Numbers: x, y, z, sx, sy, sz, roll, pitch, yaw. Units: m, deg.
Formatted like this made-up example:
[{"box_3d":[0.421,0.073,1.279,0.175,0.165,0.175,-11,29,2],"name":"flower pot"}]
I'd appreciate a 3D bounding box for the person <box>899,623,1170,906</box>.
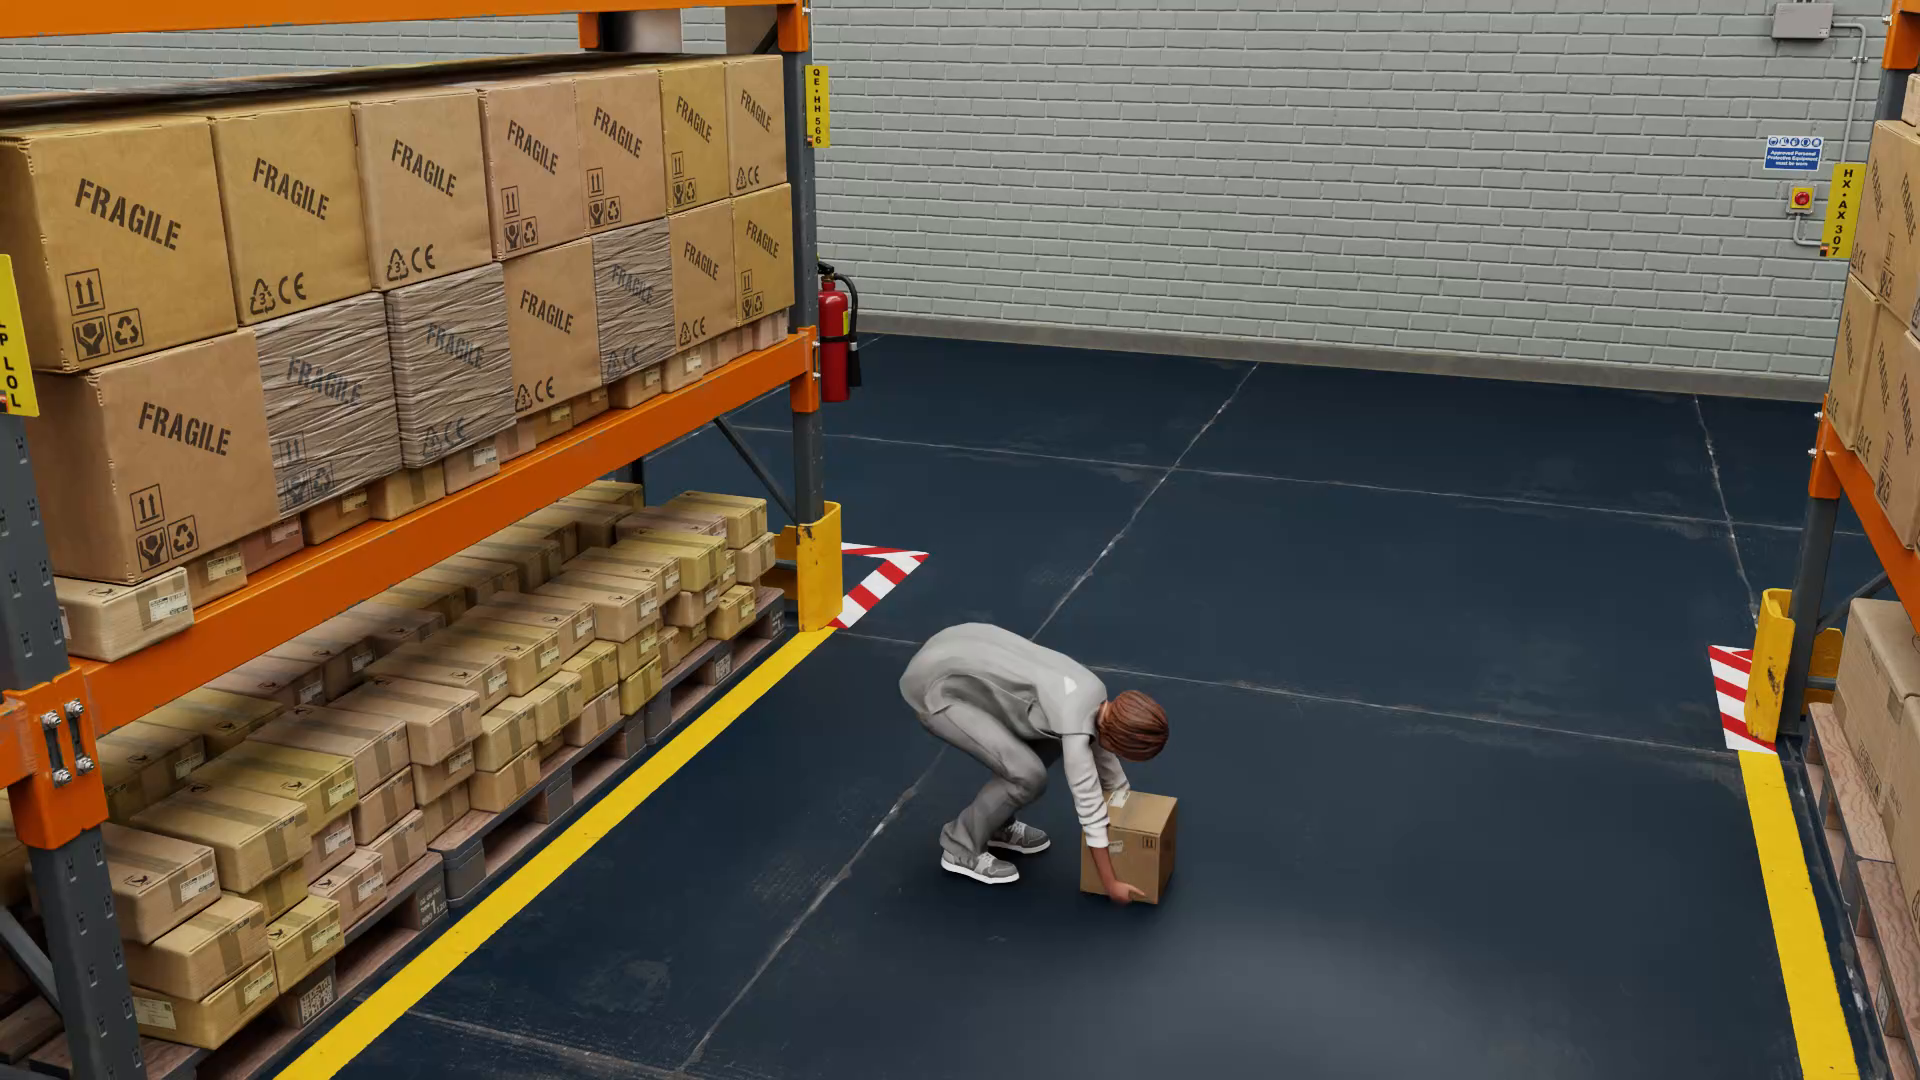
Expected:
[{"box_3d":[0.235,0.689,5.304,0.861,0.816,0.424,6,20,16],"name":"person"}]
